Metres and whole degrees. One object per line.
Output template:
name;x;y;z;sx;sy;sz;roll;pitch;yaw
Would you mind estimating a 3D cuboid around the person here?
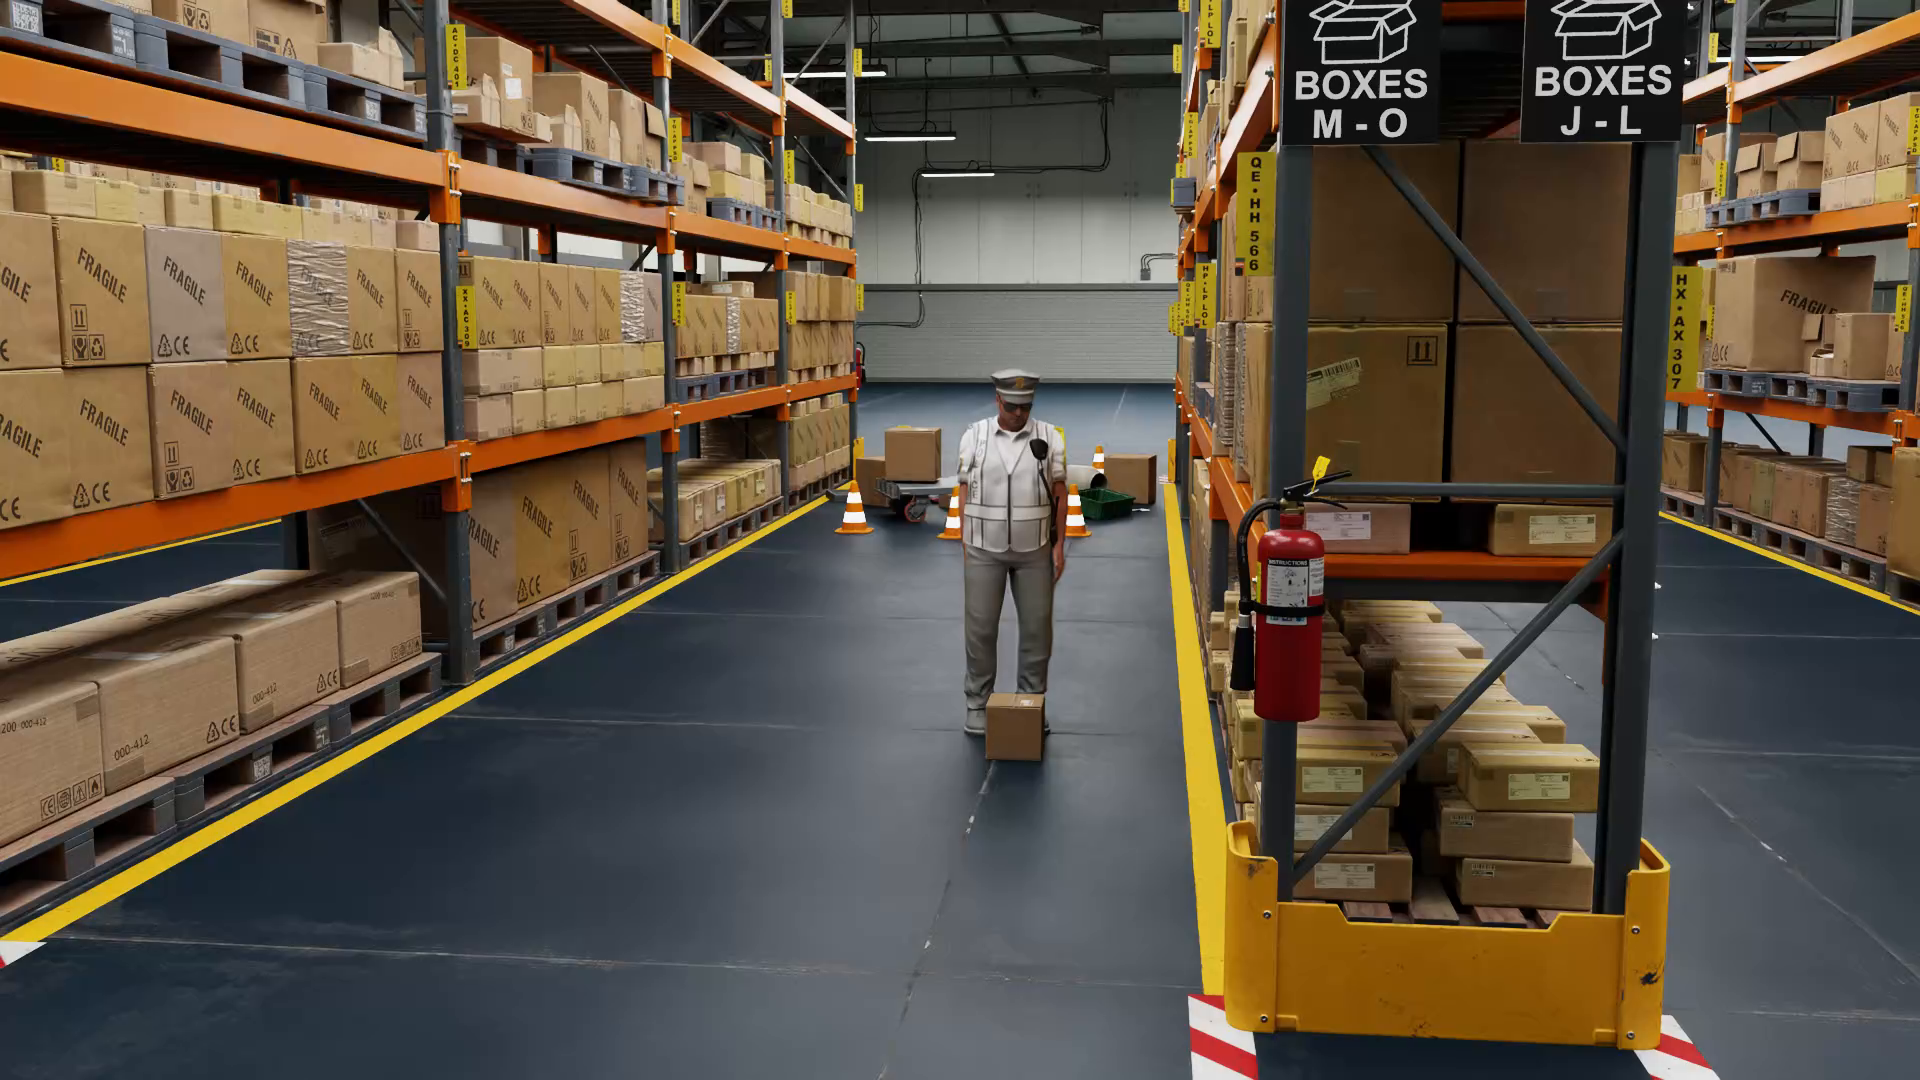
person;0.254;0.053;7.951;0.532;1.737;0.390;0;8;-1
